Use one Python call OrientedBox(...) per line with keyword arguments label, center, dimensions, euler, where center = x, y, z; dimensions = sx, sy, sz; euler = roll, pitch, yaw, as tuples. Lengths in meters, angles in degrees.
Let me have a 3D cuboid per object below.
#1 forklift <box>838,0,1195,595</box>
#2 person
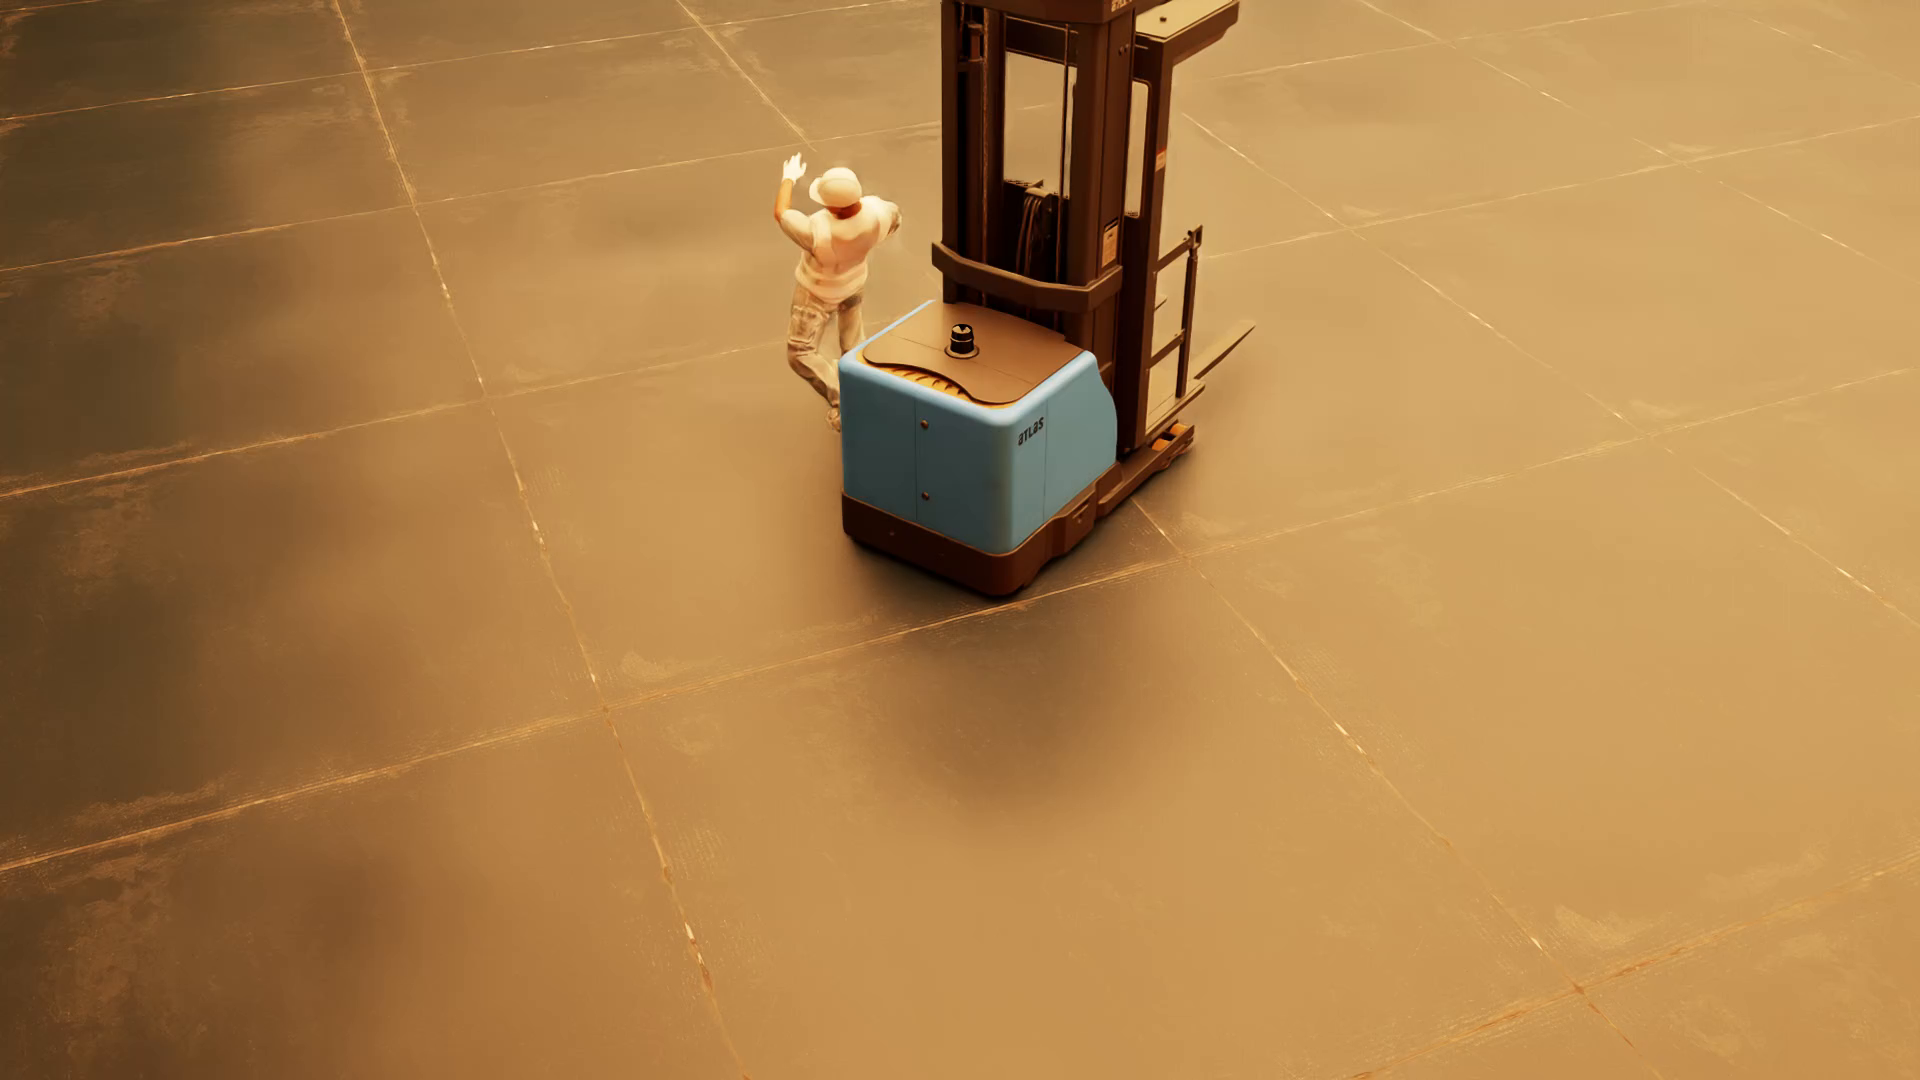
OrientedBox(label="forklift", center=(0.653, -1.732, 8.534), dimensions=(1.130, 2.935, 3.031), euler=(22, 41, 28))
OrientedBox(label="person", center=(-0.620, -1.494, 9.368), dimensions=(0.806, 1.507, 0.985), euler=(23, 41, 29))
